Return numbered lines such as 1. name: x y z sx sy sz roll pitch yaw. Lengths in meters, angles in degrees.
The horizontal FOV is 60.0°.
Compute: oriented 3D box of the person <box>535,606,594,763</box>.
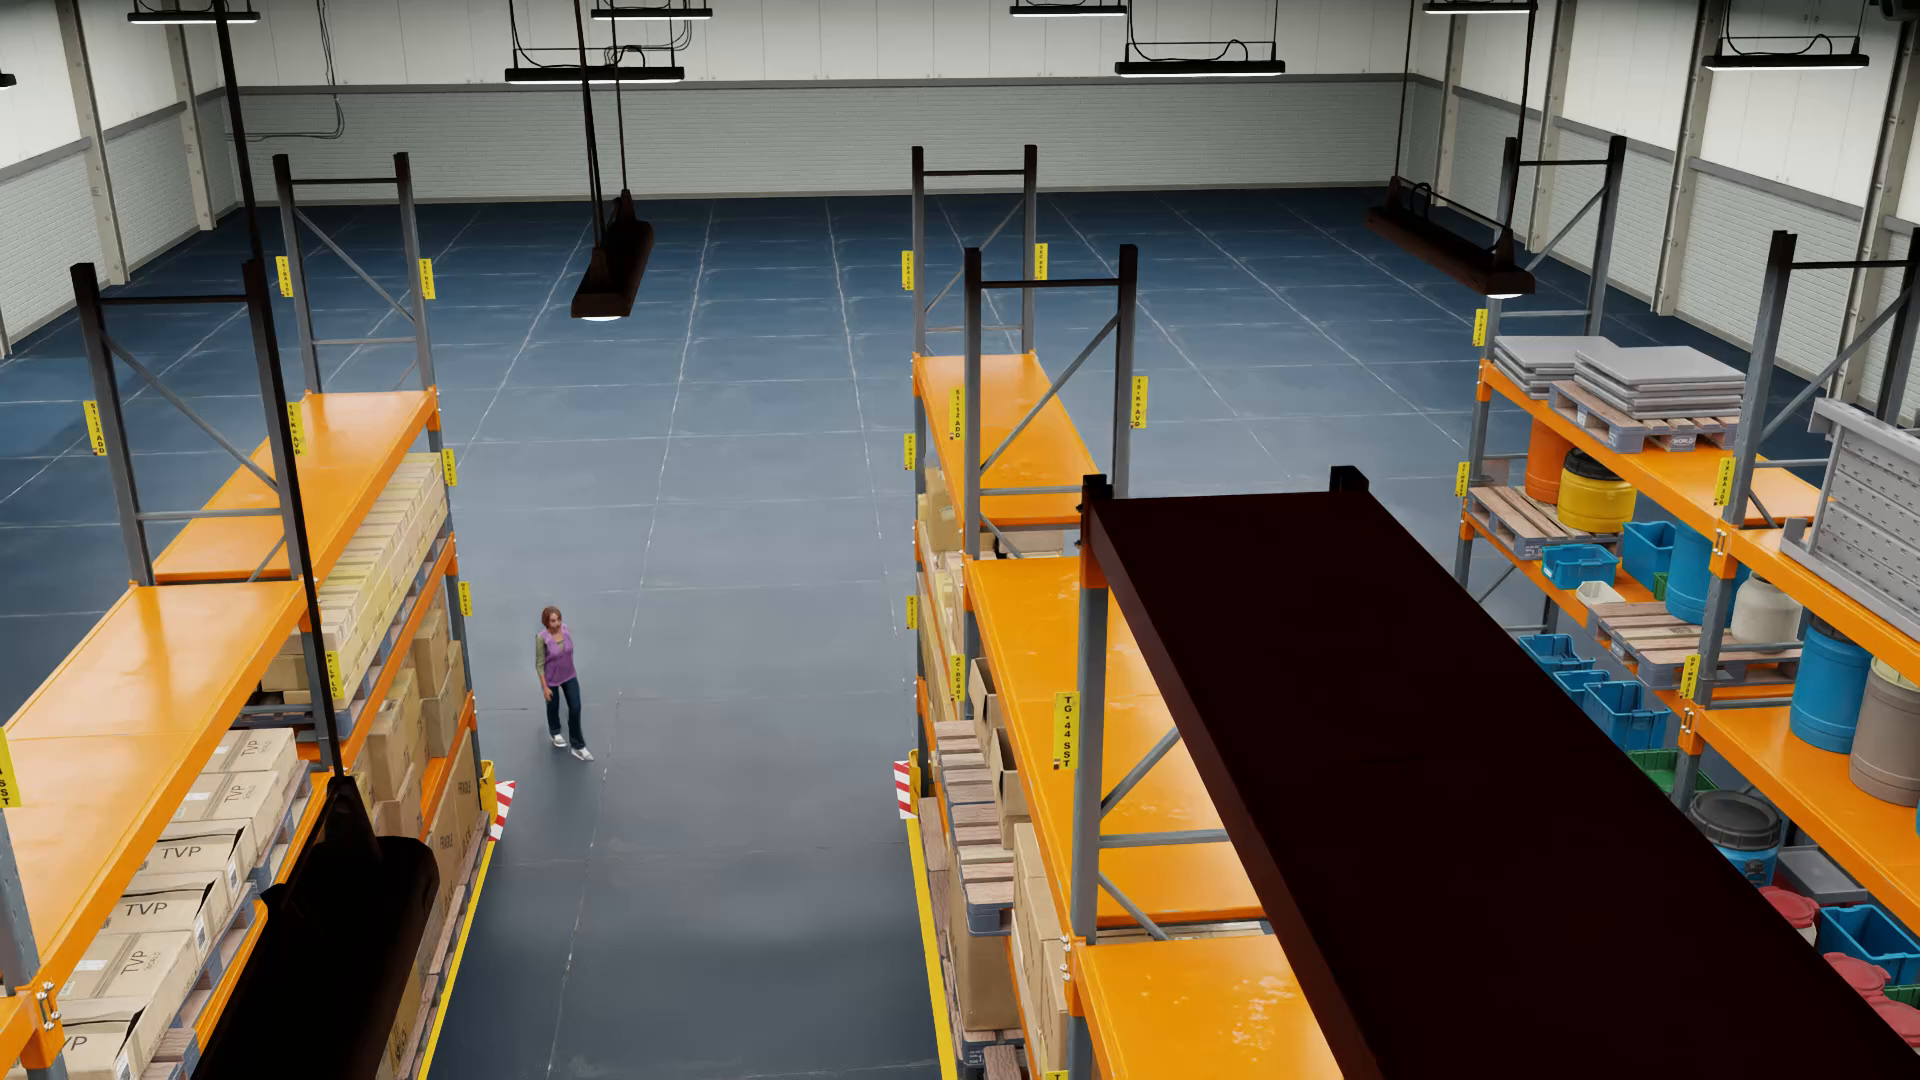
1. person: -3.899 1.364 16.077 0.426 1.611 0.655 -13 25 -30
